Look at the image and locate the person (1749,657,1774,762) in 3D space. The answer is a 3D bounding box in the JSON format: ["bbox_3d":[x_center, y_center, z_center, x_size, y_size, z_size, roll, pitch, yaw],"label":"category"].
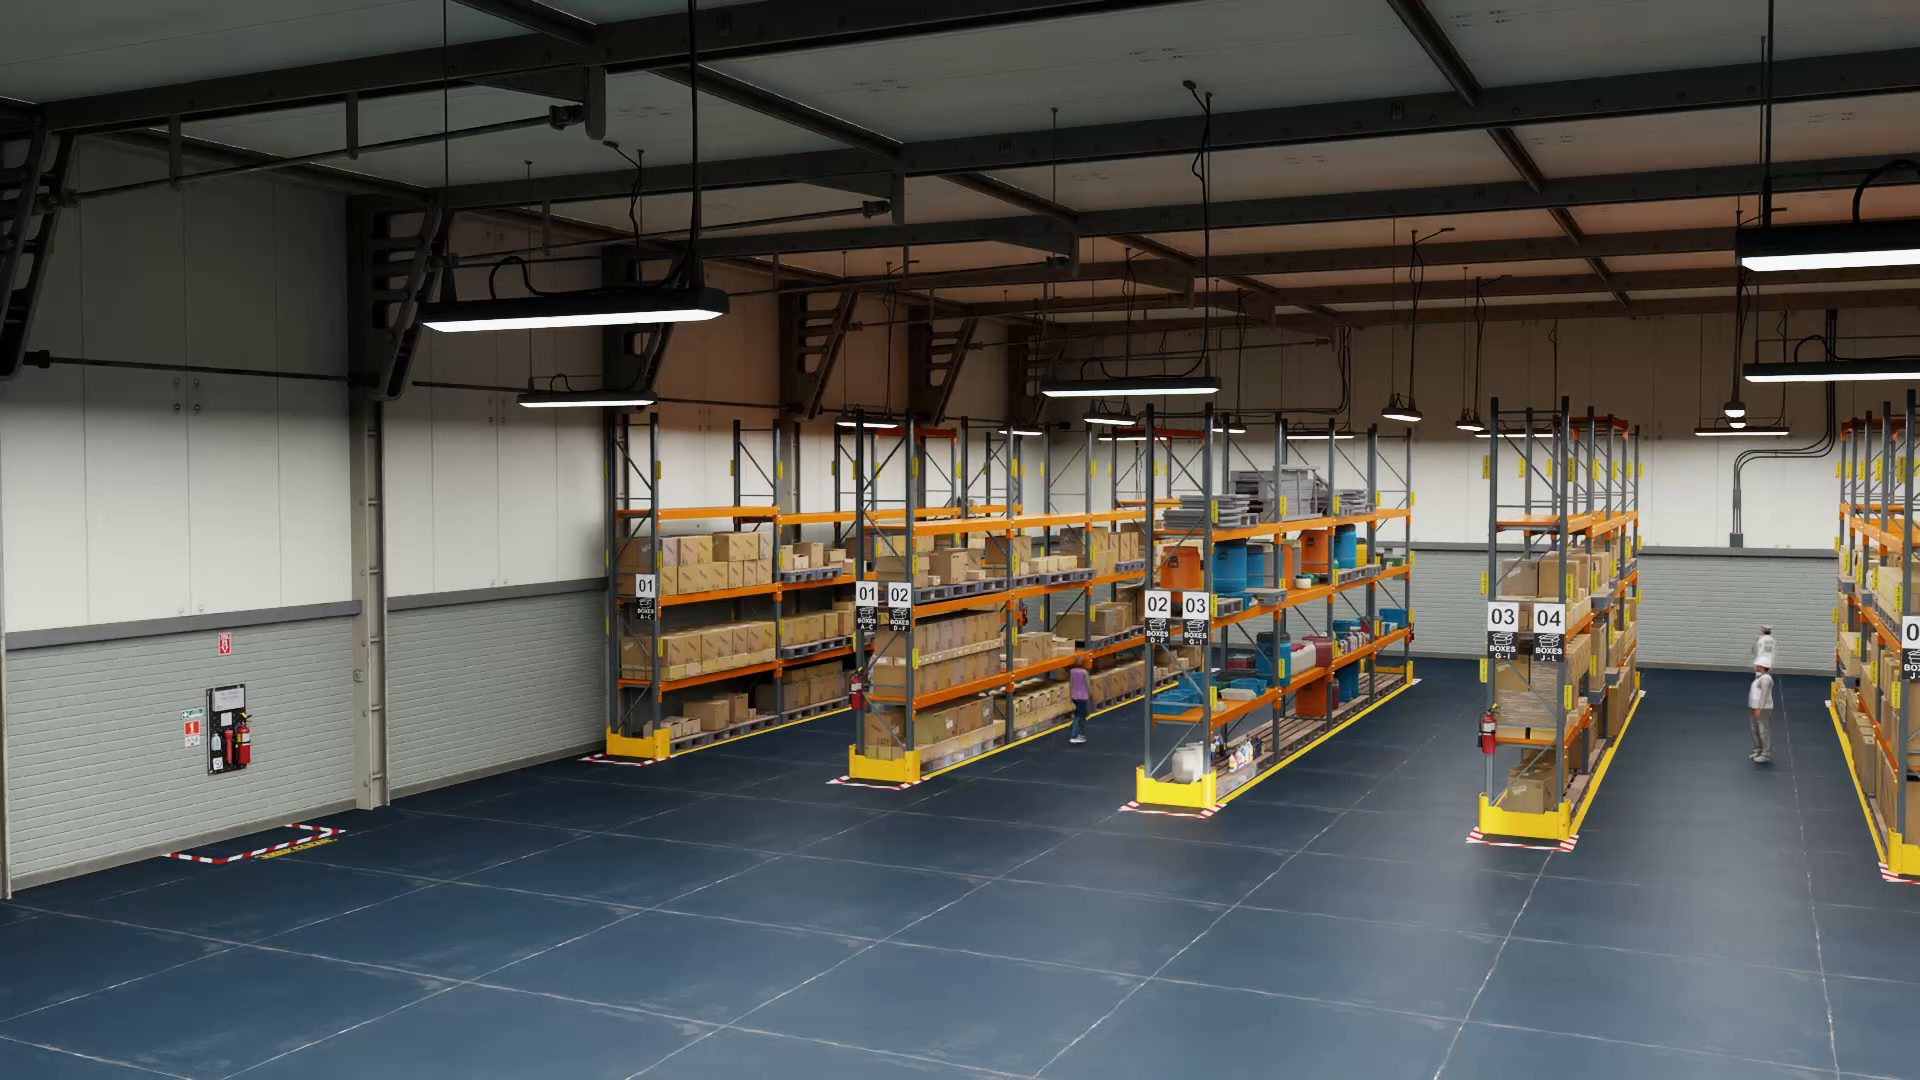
[{"bbox_3d":[13.817,2.907,28.679,0.412,1.782,0.532,0,2,0],"label":"person"}]

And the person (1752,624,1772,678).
[{"bbox_3d":[17.309,2.647,35.847,0.551,1.689,0.332,-2,3,-34],"label":"person"}]

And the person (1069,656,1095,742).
[{"bbox_3d":[2.208,2.935,30.426,0.514,1.637,0.410,-1,3,-29],"label":"person"}]

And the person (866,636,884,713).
[{"bbox_3d":[-1.620,2.771,32.396,0.414,1.805,0.636,1,2,15],"label":"person"}]
